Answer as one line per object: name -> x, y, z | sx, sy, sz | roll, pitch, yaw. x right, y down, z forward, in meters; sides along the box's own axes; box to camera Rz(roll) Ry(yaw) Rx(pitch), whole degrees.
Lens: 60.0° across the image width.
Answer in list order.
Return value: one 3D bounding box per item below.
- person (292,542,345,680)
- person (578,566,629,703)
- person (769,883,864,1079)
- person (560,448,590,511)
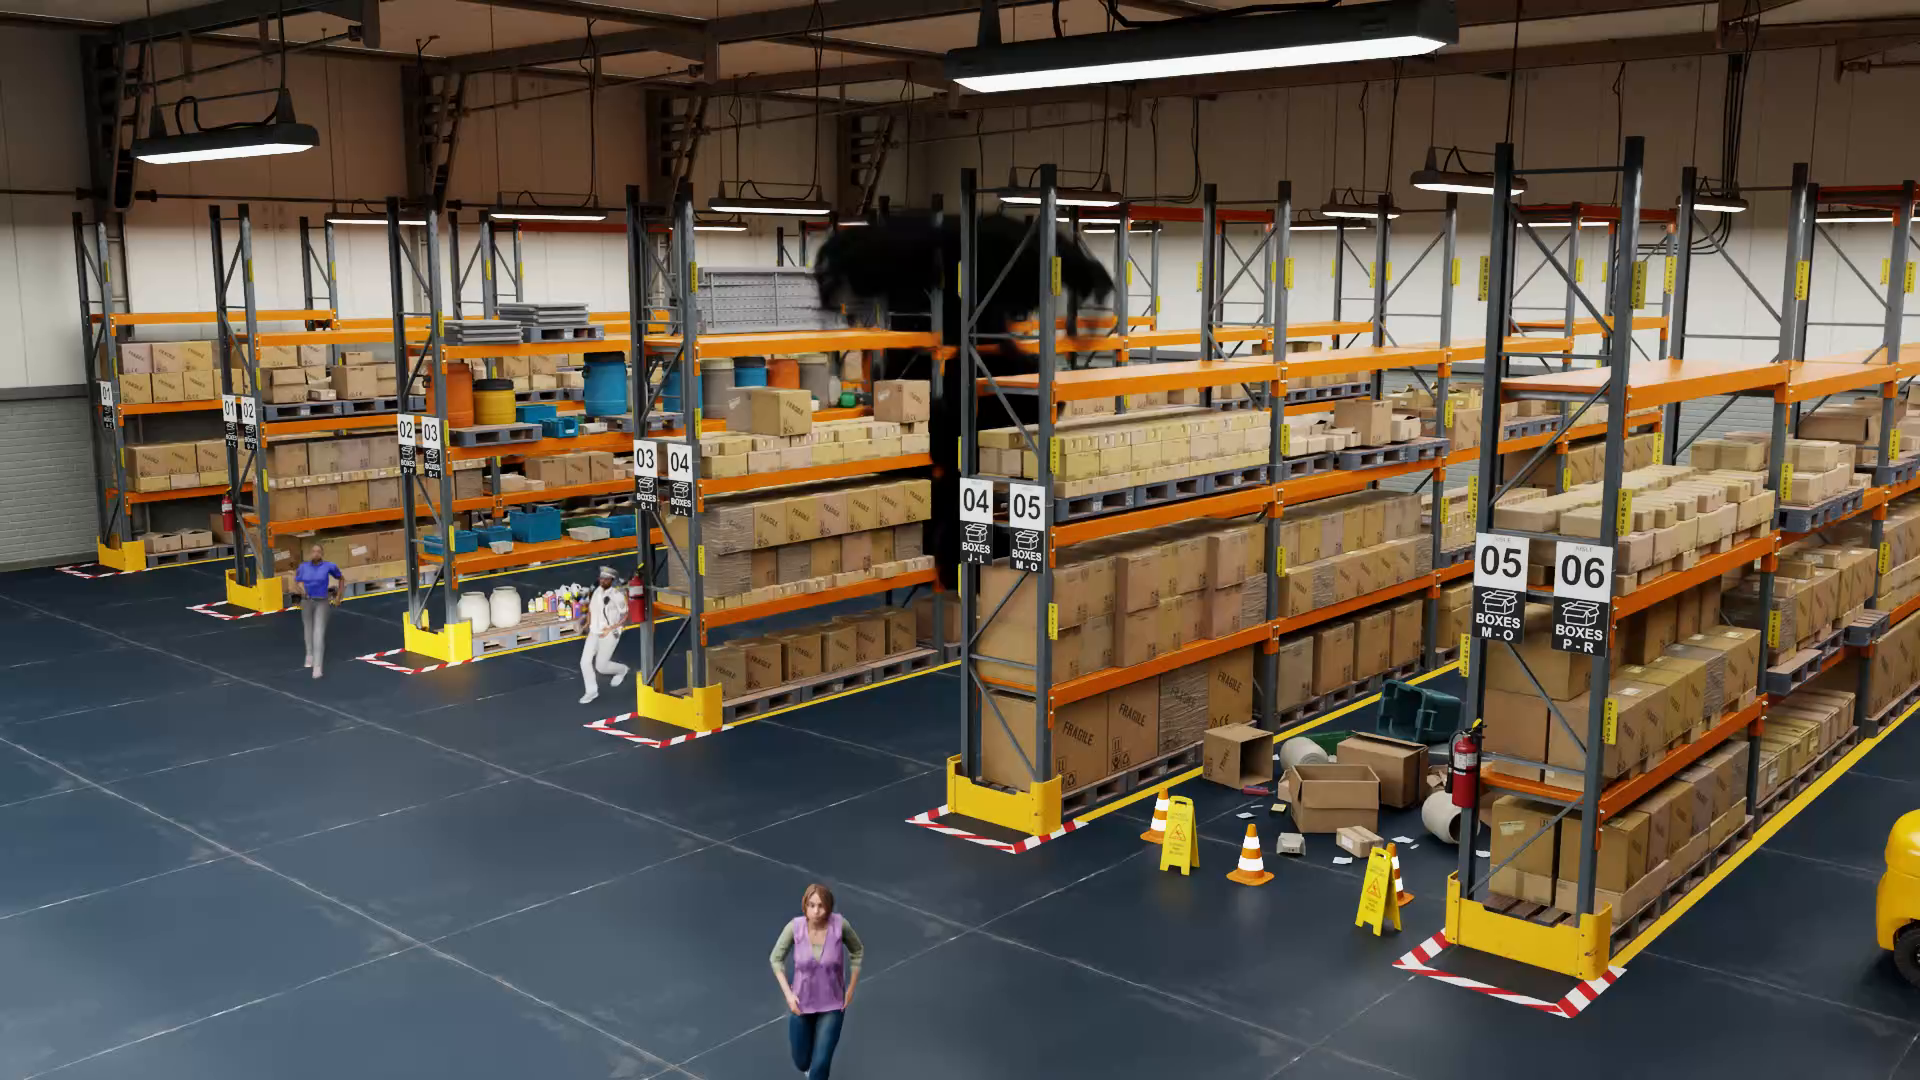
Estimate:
person -> -8.139, 0.858, 21.119 | 0.617, 1.683, 0.837 | -2, 10, -11
person -> -4.185, 1.109, 19.792 | 0.612, 1.664, 0.678 | 6, 11, 31
person -> -0.854, 2.778, 9.976 | 0.566, 1.582, 0.747 | -1, 9, -3
person -> -7.210, -0.907, 31.406 | 0.691, 1.763, 0.799 | 8, 12, 40
